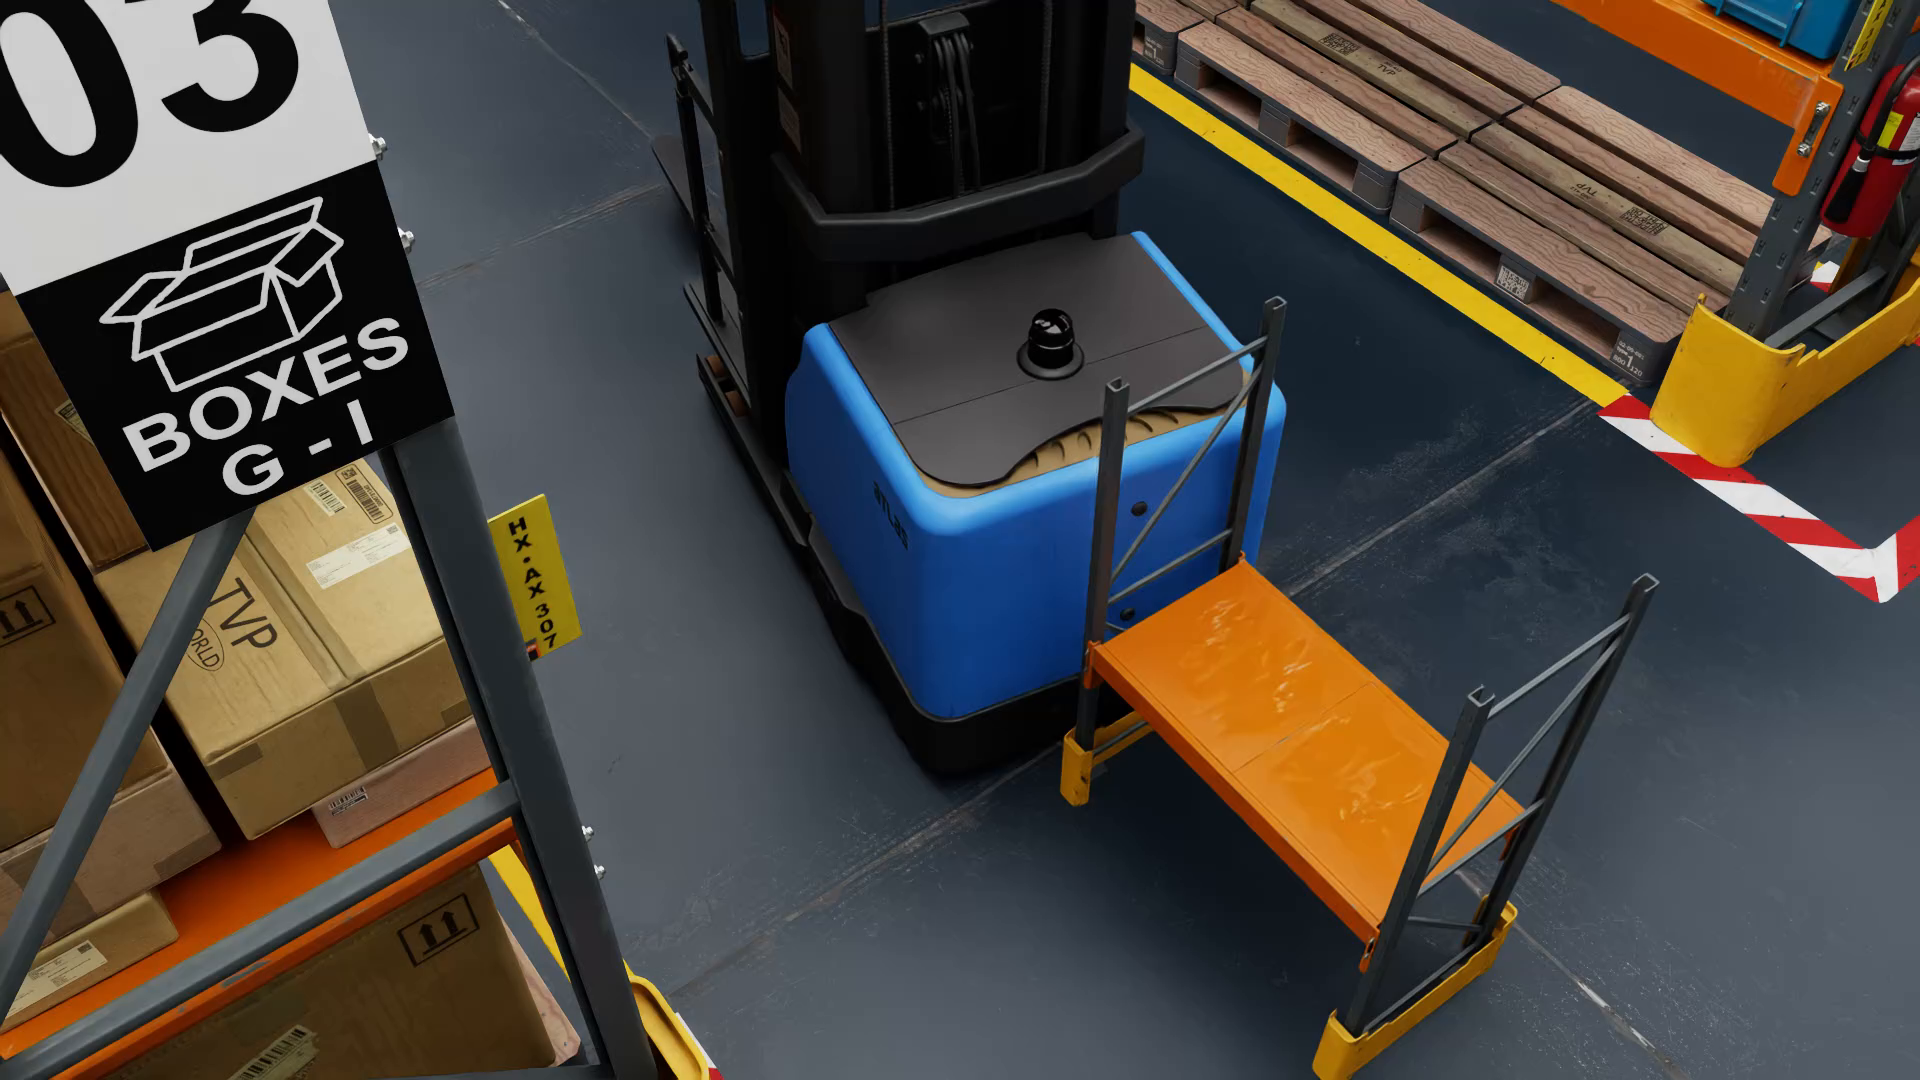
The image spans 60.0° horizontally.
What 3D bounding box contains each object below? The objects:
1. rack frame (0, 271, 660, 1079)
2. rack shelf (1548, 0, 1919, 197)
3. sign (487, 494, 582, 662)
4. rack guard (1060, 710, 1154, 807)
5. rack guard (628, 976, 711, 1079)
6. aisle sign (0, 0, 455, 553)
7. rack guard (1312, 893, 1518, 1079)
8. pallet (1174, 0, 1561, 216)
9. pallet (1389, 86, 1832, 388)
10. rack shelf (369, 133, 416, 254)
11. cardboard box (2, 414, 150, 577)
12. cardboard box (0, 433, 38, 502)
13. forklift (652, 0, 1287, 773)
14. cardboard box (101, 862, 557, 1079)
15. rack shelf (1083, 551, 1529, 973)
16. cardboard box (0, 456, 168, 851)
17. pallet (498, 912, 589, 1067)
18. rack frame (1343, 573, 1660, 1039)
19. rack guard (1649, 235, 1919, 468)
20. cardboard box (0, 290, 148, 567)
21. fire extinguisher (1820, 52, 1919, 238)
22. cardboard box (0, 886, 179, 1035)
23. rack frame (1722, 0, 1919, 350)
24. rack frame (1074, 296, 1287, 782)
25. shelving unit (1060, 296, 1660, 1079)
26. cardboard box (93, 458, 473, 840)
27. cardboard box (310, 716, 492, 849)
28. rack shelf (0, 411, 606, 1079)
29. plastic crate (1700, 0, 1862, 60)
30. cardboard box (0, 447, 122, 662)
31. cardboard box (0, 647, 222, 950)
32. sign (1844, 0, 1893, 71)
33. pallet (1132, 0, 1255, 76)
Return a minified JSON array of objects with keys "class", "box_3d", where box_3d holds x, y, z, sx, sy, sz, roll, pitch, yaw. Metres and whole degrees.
[{"class":"rack frame","box_3d":[-1.095,0.628,2.656,0.949,2.616,0.053,-29,54,-24]},{"class":"rack shelf","box_3d":[1.639,-2.533,6.007,1.077,0.370,4.000,-29,54,-24]},{"class":"sign","box_3d":[-0.647,0.064,2.529,0.100,0.325,0.005,-29,54,-24]},{"class":"rack guard","box_3d":[0.531,0.505,4.623,0.587,0.250,0.087,-28,54,-23]},{"class":"rack guard","box_3d":[-1.077,1.481,3.570,1.175,0.500,0.348,-29,54,-24]},{"class":"aisle sign","box_3d":[-0.810,-0.338,1.777,0.394,0.787,0.004,-29,54,-24]},{"class":"rack guard","box_3d":[1.116,1.102,4.082,0.587,0.250,0.087,-28,54,-23]},{"class":"pallet","box_3d":[1.647,-1.881,6.813,1.003,0.211,1.213,-29,54,-24]},{"class":"pallet","box_3d":[2.381,-1.162,6.161,1.003,0.211,1.213,-29,54,-24]},{"class":"rack shelf","box_3d":[-2.303,-1.318,2.881,1.077,0.370,4.000,-29,54,-24]},{"class":"cardboard box","box_3d":[-1.488,-0.130,3.244,0.500,0.250,0.500,-30,54,-24]},{"class":"cardboard box","box_3d":[-2.212,-0.189,3.297,0.500,0.250,0.500,-31,55,-25]},{"class":"forklift","box_3d":[-0.238,-1.450,4.586,1.130,2.935,3.031,-19,51,-16]},{"class":"cardboard box","box_3d":[-1.543,0.858,3.598,0.875,0.875,0.875,-29,54,-24]},{"class":"rack shelf","box_3d":[0.818,0.499,4.028,0.538,0.185,1.000,-28,54,-23]},{"class":"cardboard box","box_3d":[-1.596,0.156,2.478,0.500,0.500,0.500,-29,54,-24]},{"class":"pallet","box_3d":[-1.638,1.127,4.086,1.003,0.211,1.213,-29,54,-24]},{"class":"rack frame","box_3d":[1.117,0.683,3.618,0.500,1.500,0.032,-28,54,-23]},{"class":"rack guard","box_3d":[2.875,-0.747,5.590,1.175,0.500,0.348,-29,54,-24]},{"class":"cardboard box","box_3d":[-1.470,-0.373,2.958,0.500,0.500,0.500,-31,55,-25]},{"class":"fire extinguisher","box_3d":[2.580,-1.151,4.573,0.296,0.674,0.183,-29,54,-24]},{"class":"cardboard box","box_3d":[-1.570,0.649,2.807,0.380,0.149,0.250,-28,54,-23]},{"class":"rack frame","box_3d":[2.850,-1.595,4.671,1.000,3.000,0.127,-29,54,-24]},{"class":"rack frame","box_3d":[0.519,0.074,4.171,0.500,1.500,0.032,-28,54,-23]},{"class":"shelving unit","box_3d":[0.823,0.384,3.889,0.587,1.500,1.083,-28,54,-23]},{"class":"cardboard box","box_3d":[-1.168,0.173,2.969,0.500,0.250,0.500,-31,55,-25]},{"class":"cardboard box","box_3d":[-1.044,0.354,3.074,0.380,0.149,0.250,-29,54,-24]},{"class":"rack shelf","box_3d":[-2.303,-0.311,3.993,1.077,0.370,4.000,-29,54,-24]},{"class":"plastic crate","box_3d":[2.498,-1.741,4.739,0.616,0.435,0.499,-29,54,-24]},{"class":"cardboard box","box_3d":[-1.903,0.111,3.025,0.500,0.250,0.500,-30,55,-25]},{"class":"cardboard box","box_3d":[-1.597,0.411,2.754,0.500,0.250,0.500,-30,55,-25]},{"class":"sign","box_3d":[2.422,-1.393,4.378,0.100,0.325,0.005,-29,54,-24]},{"class":"pallet","box_3d":[0.904,-2.601,7.465,1.003,0.211,1.213,-29,54,-24]}]
